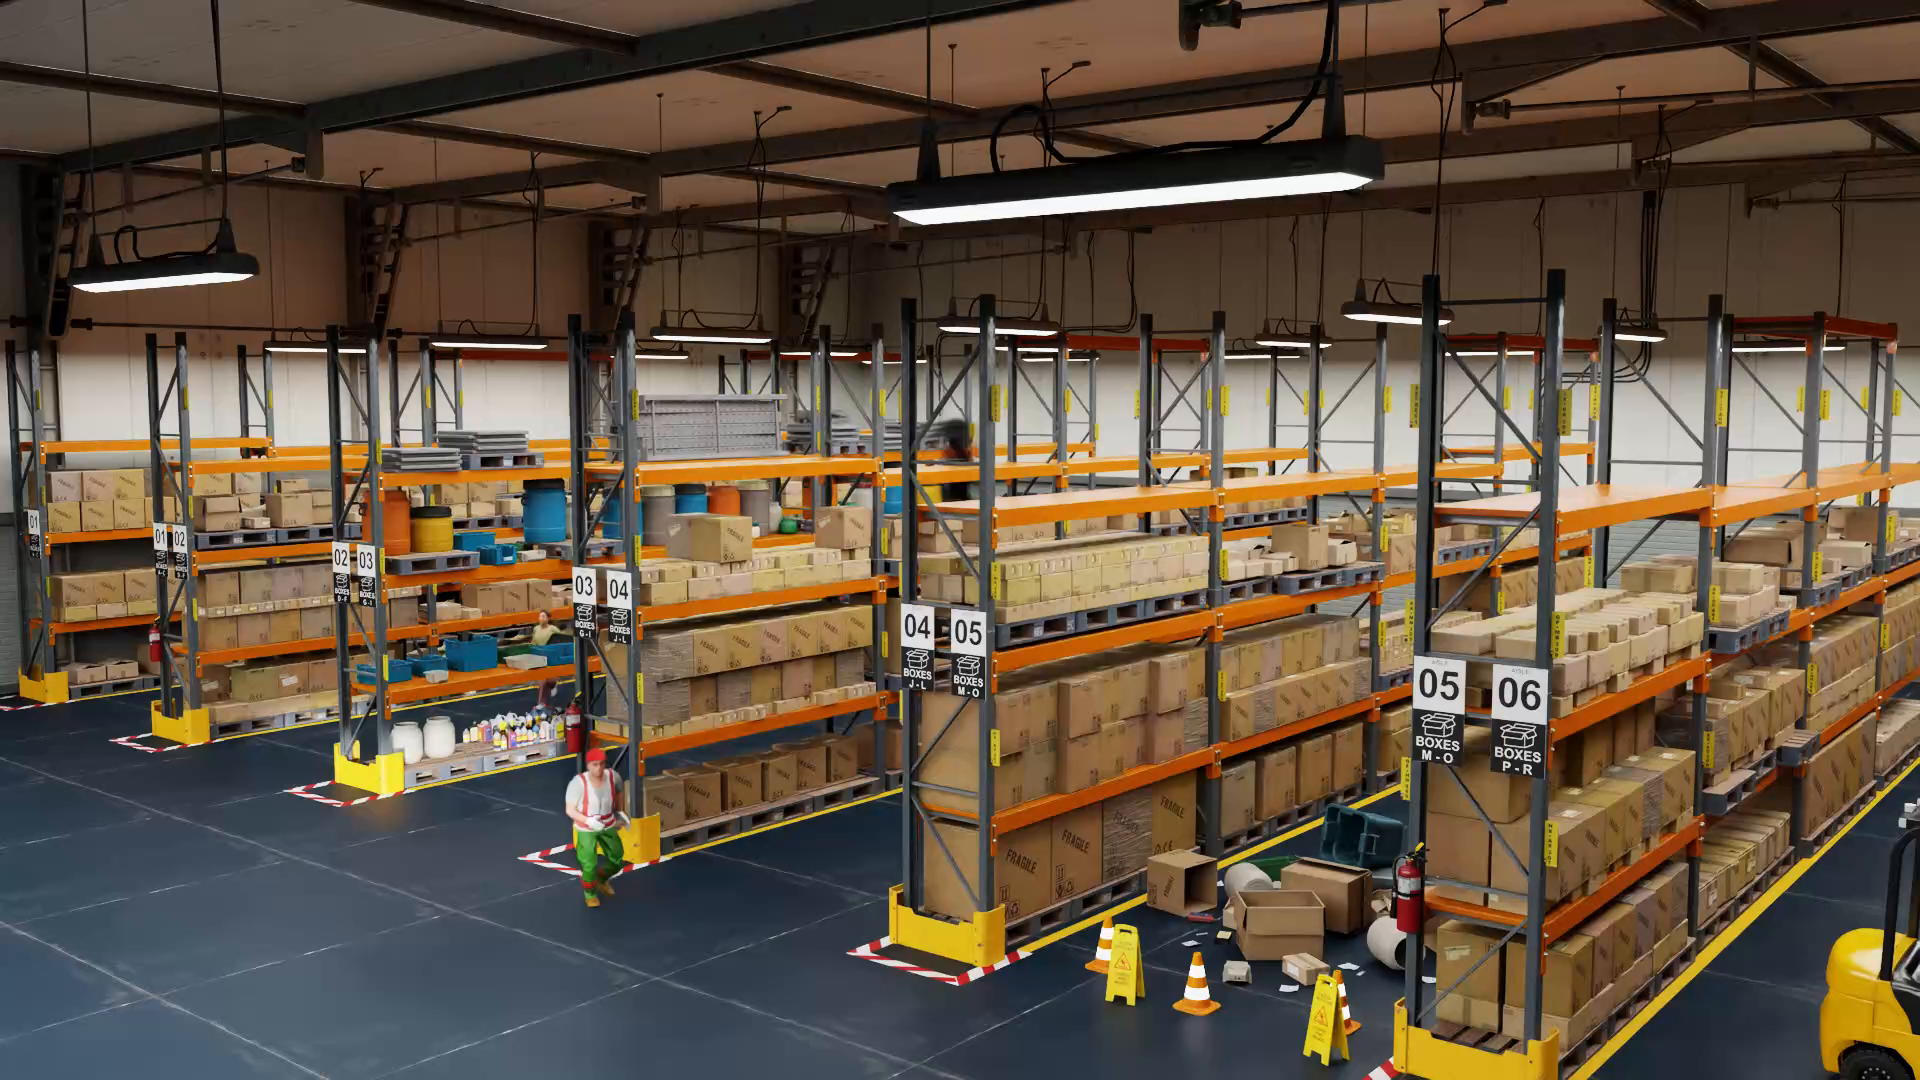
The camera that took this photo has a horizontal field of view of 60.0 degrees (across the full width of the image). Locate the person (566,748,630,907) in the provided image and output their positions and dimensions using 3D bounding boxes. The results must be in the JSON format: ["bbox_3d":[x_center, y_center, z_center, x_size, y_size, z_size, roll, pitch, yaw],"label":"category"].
[{"bbox_3d":[-3.570,2.854,16.448,0.679,1.678,0.773,-3,6,-26],"label":"person"}]

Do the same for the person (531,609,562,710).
[{"bbox_3d":[-6.714,1.927,27.080,0.589,1.622,0.694,2,5,19],"label":"person"}]

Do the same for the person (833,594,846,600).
[{"bbox_3d":[-2.273,1.595,31.086,0.736,1.653,0.975,5,7,44],"label":"person"}]
